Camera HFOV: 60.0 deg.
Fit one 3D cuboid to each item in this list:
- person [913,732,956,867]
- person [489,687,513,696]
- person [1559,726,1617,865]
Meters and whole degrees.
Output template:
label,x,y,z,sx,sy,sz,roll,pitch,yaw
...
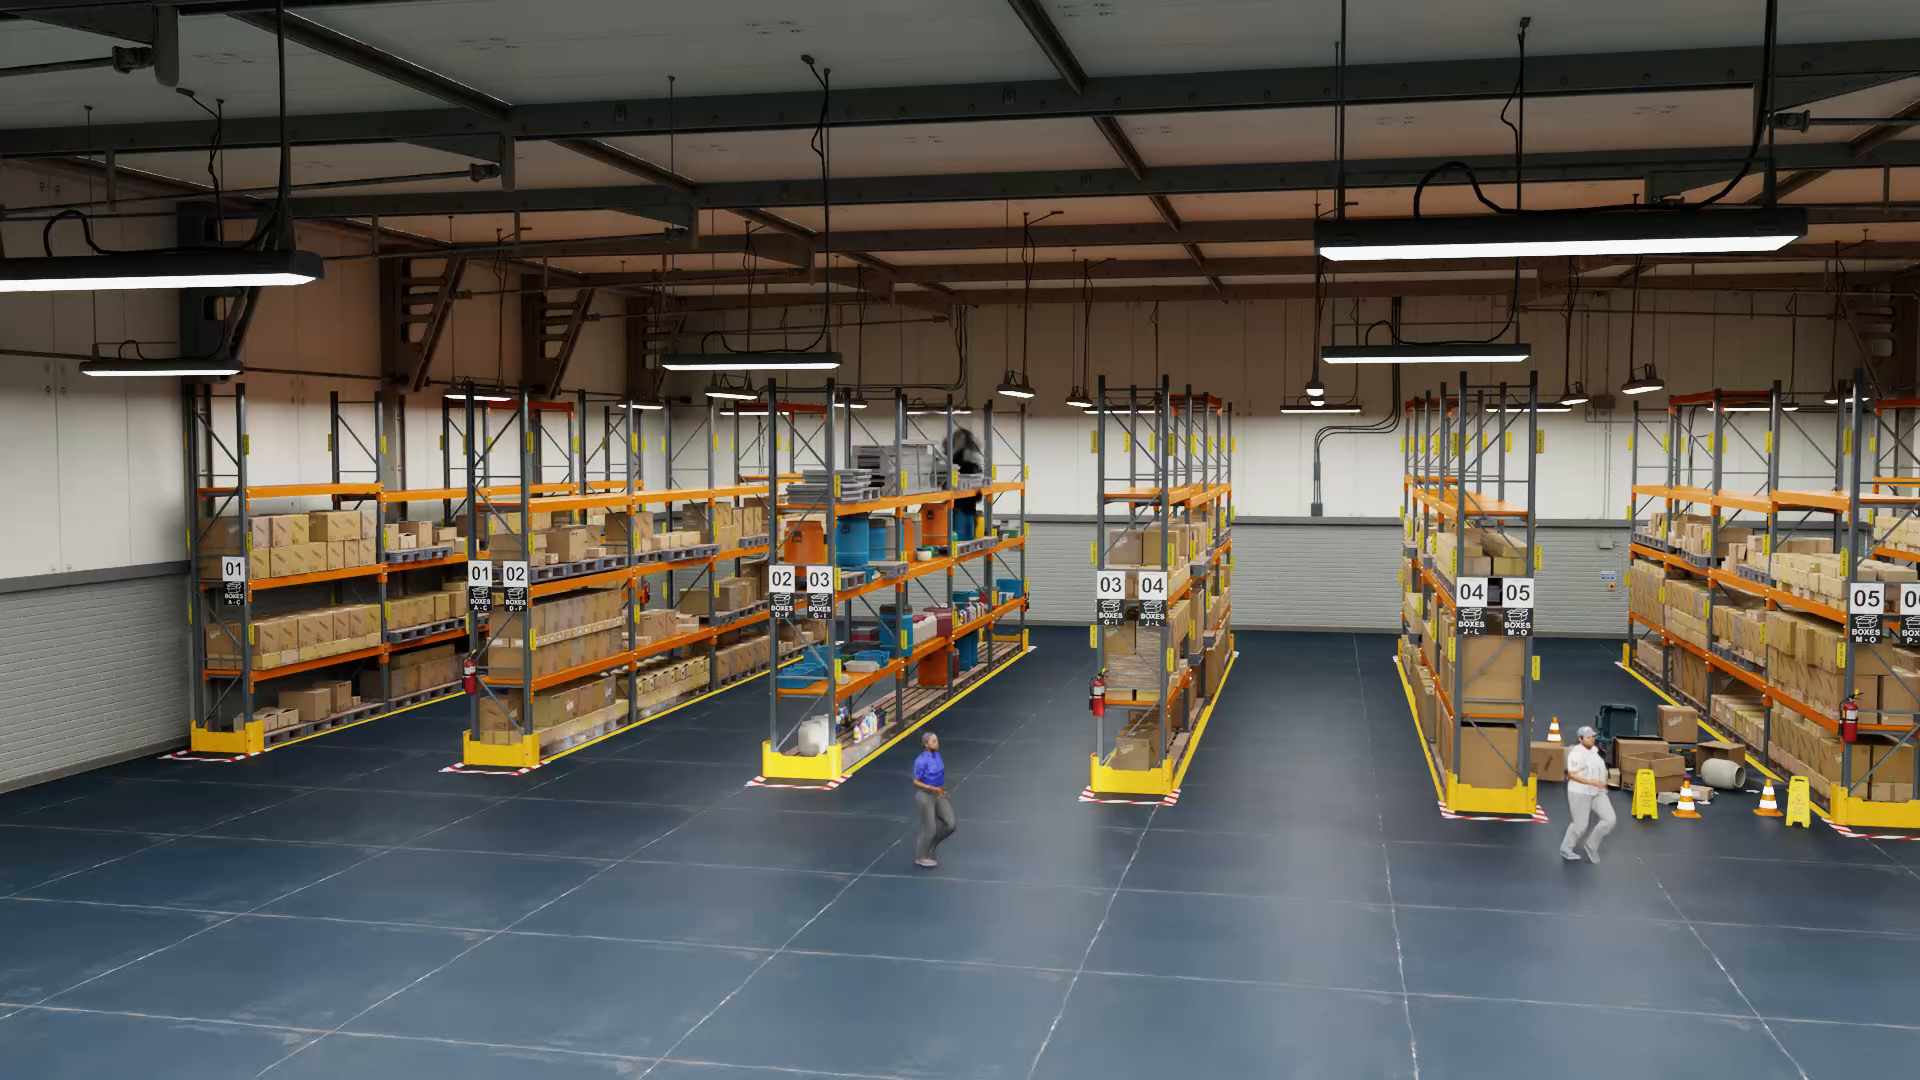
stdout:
label,x,y,z,sx,sy,sz,roll,pitch,yaw
person,-0.298,3.063,19.625,0.563,1.612,0.548,3,4,39
person,-8.010,2.509,29.292,0.658,1.613,0.546,1,3,14
person,7.498,3.049,19.878,0.605,1.666,0.646,-2,4,-28
